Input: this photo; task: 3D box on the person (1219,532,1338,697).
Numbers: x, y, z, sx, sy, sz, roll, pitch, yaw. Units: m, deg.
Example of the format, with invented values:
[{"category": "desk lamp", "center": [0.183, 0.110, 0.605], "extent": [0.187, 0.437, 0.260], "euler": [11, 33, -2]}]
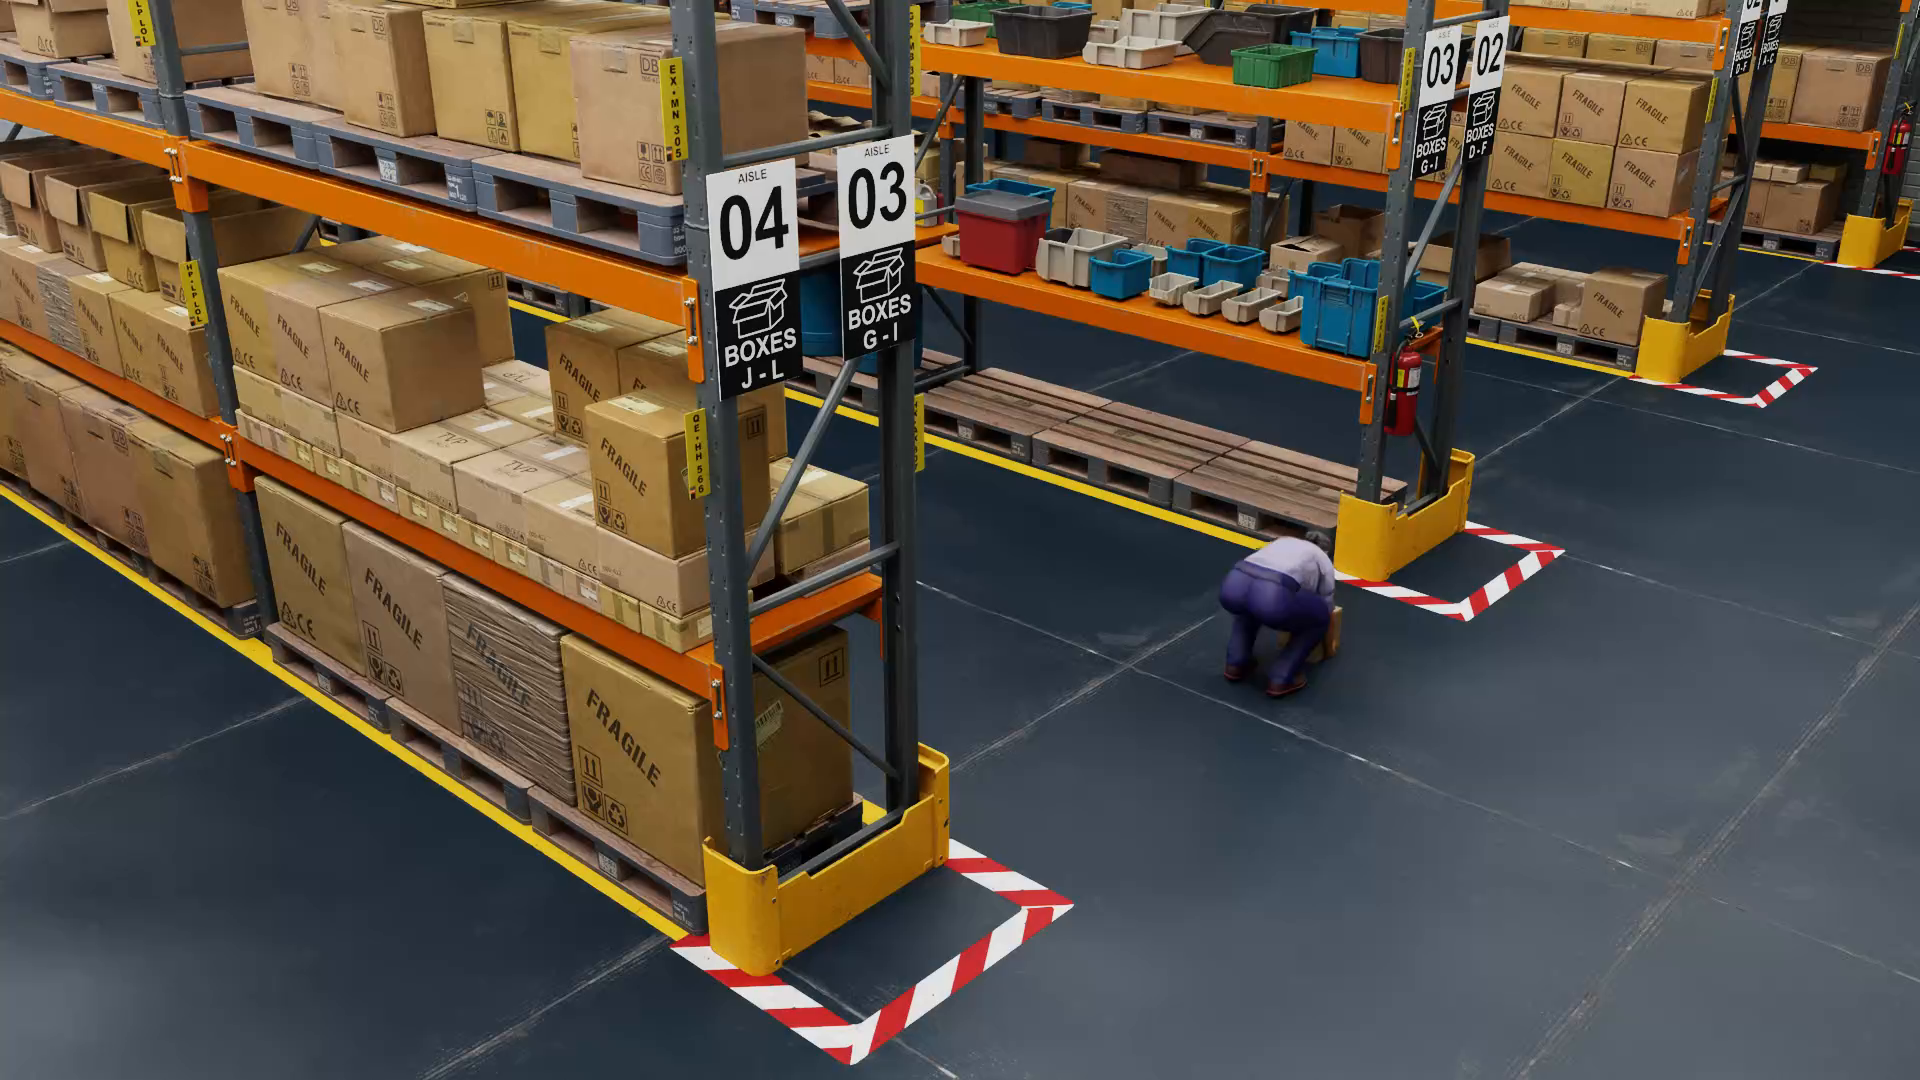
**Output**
[{"category": "person", "center": [1.729, 0.370, 8.904], "extent": [0.519, 0.770, 0.905], "euler": [19, 30, 36]}]
